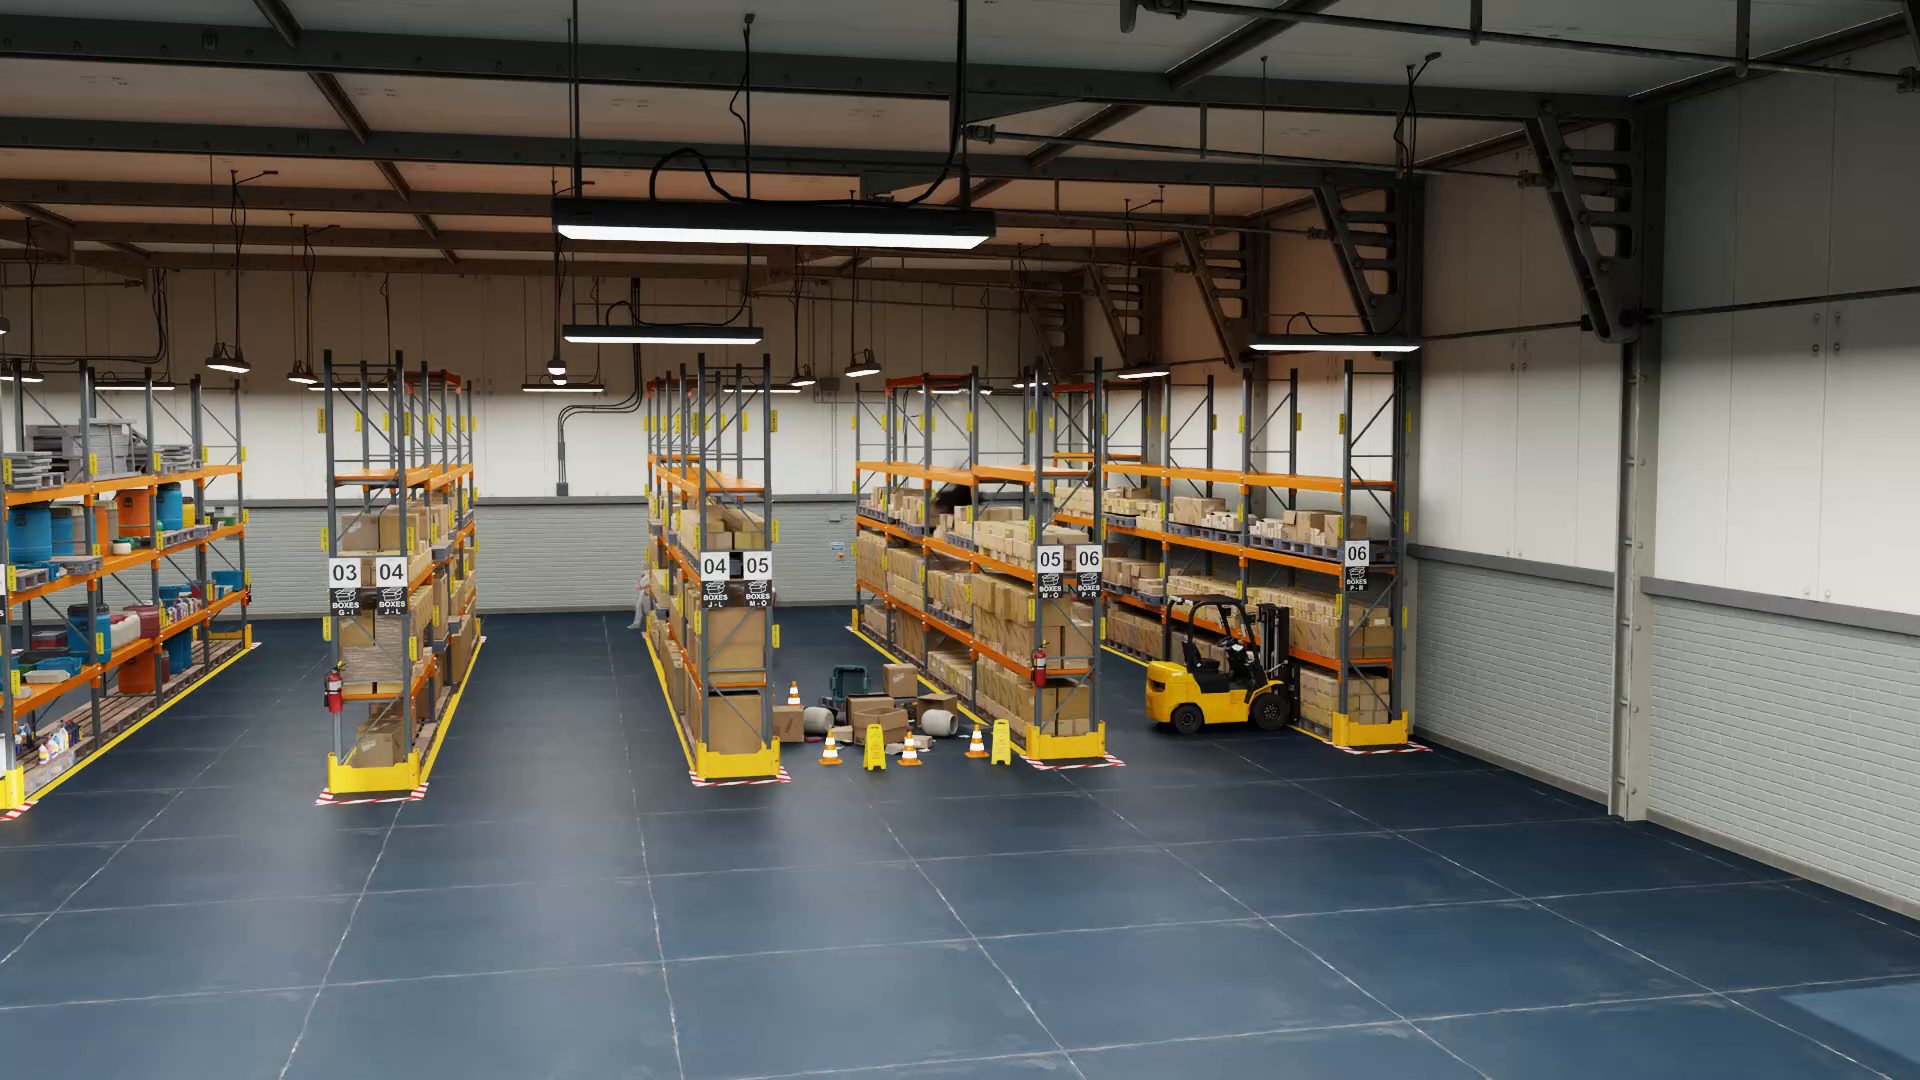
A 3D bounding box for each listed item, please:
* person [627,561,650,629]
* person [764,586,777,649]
[{"bbox_3d":[-7.635,1.315,40.311,0.938,1.727,0.681,0,4,-6],"label":"person"},{"bbox_3d":[-4.425,1.583,36.720,0.675,1.798,0.790,-1,4,-19],"label":"person"}]
